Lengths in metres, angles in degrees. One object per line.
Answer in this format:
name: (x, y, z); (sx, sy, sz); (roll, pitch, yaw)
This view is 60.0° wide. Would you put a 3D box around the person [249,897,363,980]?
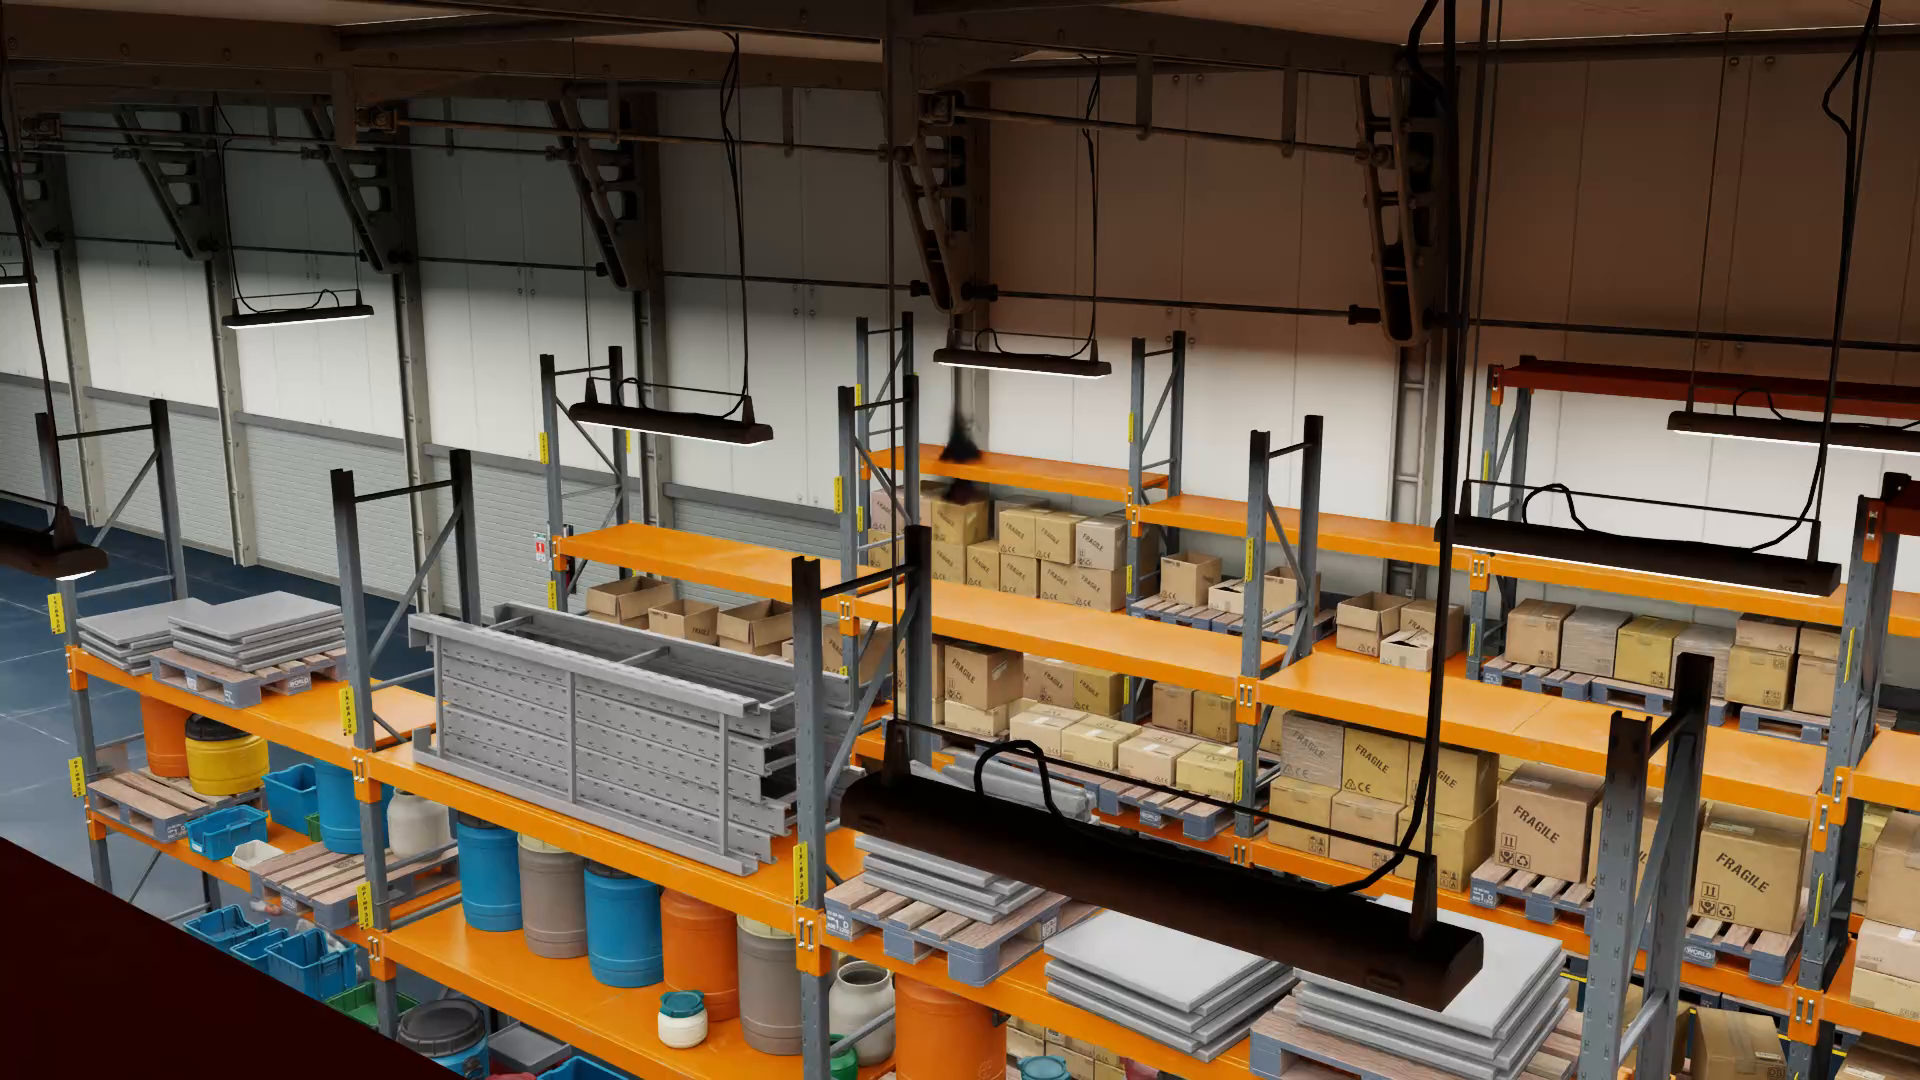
person: (-6.368, 3.620, 16.199); (0.987, 1.532, 0.706); (-1, 13, -4)
